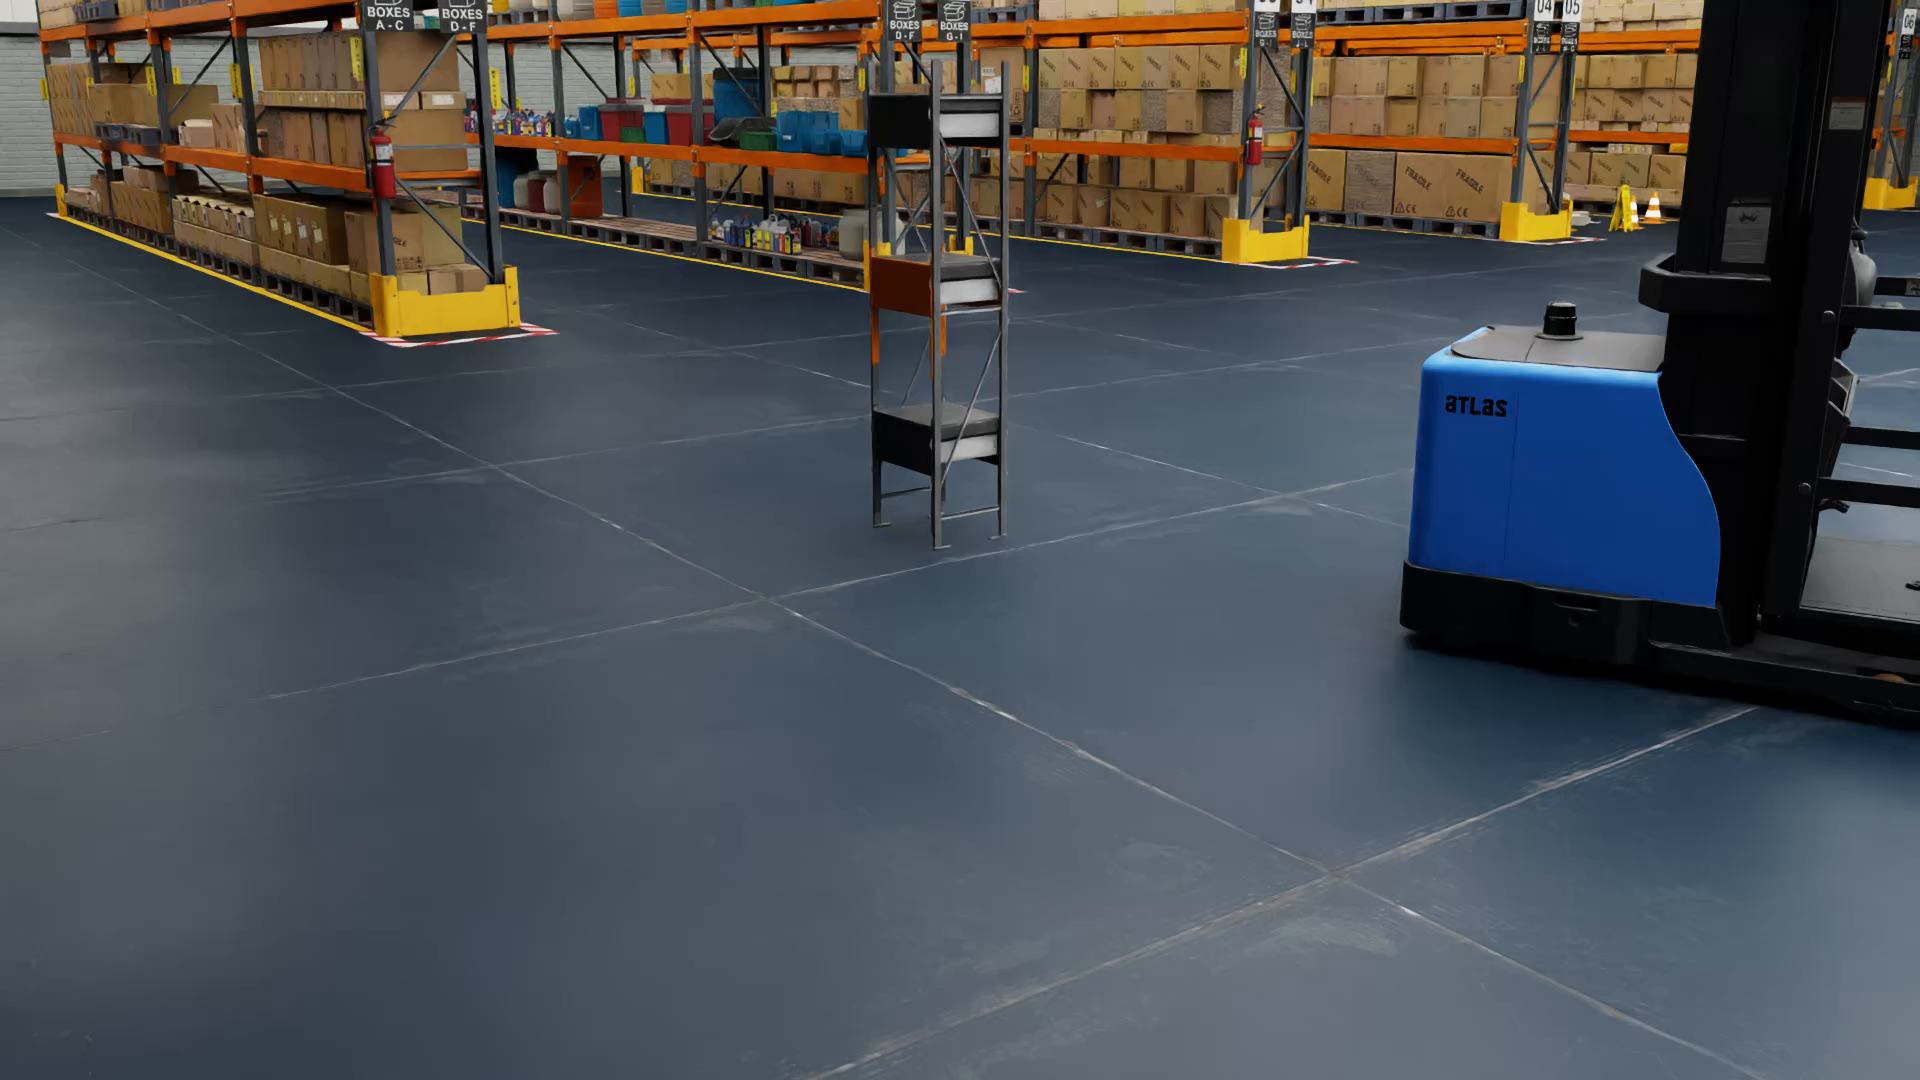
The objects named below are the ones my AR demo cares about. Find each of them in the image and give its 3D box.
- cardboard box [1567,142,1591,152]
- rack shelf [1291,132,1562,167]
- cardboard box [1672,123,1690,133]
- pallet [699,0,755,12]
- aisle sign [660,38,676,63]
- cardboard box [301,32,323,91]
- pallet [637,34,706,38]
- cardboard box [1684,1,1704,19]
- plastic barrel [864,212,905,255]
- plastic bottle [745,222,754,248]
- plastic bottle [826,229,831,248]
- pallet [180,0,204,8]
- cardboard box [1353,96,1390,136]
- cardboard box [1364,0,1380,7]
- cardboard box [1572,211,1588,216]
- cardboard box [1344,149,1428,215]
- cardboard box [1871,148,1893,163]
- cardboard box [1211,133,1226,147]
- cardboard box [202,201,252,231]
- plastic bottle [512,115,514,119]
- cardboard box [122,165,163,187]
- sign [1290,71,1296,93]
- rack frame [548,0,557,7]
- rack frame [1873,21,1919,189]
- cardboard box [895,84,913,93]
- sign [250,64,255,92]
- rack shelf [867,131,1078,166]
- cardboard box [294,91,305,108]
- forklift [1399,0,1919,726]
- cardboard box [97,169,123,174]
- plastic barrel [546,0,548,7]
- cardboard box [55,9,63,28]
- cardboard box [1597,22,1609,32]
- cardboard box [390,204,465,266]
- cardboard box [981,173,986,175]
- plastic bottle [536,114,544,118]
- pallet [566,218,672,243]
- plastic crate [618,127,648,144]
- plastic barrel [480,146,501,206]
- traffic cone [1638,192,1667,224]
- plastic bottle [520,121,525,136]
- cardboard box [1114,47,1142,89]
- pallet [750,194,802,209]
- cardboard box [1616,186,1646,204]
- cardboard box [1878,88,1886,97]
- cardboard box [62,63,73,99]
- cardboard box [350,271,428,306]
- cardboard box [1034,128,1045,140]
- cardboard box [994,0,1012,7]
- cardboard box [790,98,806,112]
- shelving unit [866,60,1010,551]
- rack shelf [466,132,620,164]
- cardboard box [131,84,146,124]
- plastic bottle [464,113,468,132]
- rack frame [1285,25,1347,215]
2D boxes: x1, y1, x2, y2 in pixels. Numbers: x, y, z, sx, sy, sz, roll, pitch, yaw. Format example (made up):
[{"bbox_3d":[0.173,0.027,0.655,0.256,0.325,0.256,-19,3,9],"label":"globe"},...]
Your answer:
[{"bbox_3d":[9.953,-6.345,26.842,0.380,0.149,0.250,-10,18,-31],"label":"cardboard box"},{"bbox_3d":[6.567,-5.601,23.721,1.077,0.370,4.000,-11,19,-35],"label":"rack shelf"},{"bbox_3d":[11.055,-6.273,25.290,0.380,0.149,0.250,-11,19,-35],"label":"cardboard box"},{"bbox_3d":[-2.184,-6.075,18.765,1.213,0.211,1.003,-11,19,-35],"label":"pallet"},{"bbox_3d":[-5.536,-9.505,31.698,0.394,0.787,0.004,-11,19,-35],"label":"aisle sign"},{"bbox_3d":[-5.545,-4.349,15.136,0.700,0.500,0.500,-11,19,-34],"label":"cardboard box"},{"bbox_3d":[-5.292,-9.436,30.858,1.003,0.211,1.213,-11,19,-35],"label":"pallet"},{"bbox_3d":[11.168,-7.896,24.783,0.500,0.250,0.500,-11,19,-35],"label":"cardboard box"},{"bbox_3d":[-0.784,-3.135,17.266,0.421,0.512,0.421,0,15,0],"label":"plastic barrel"},{"bbox_3d":[-2.374,-3.441,18.779,0.061,0.283,0.133,-10,18,-32],"label":"plastic bottle"},{"bbox_3d":[-1.468,-3.418,18.848,0.097,0.201,0.097,0,15,0],"label":"plastic bottle"},{"bbox_3d":[-7.917,-5.930,18.237,1.003,0.211,1.213,-10,18,-32],"label":"pallet"},{"bbox_3d":[6.181,-6.123,23.981,0.875,0.550,0.550,-11,19,-35],"label":"cardboard box"},{"bbox_3d":[5.930,-7.604,23.485,0.380,0.149,0.250,-11,19,-35],"label":"cardboard box"},{"bbox_3d":[9.283,-4.902,25.205,0.380,0.149,0.250,-2,15,-6],"label":"cardboard box"},{"bbox_3d":[6.237,-5.216,24.180,0.875,0.875,0.875,-11,19,-34],"label":"cardboard box"},{"bbox_3d":[15.570,-6.573,28.428,0.500,0.250,0.500,-11,19,-35],"label":"cardboard box"},{"bbox_3d":[3.190,-4.734,19.666,0.380,0.149,0.250,-11,19,-35],"label":"cardboard box"},{"bbox_3d":[-8.061,-3.604,18.411,0.500,0.311,0.500,-11,19,-35],"label":"cardboard box"},{"bbox_3d":[-6.432,-5.997,24.028,0.061,0.283,0.133,-11,19,-35],"label":"plastic bottle"},{"bbox_3d":[-10.725,-4.812,21.956,0.500,0.250,0.500,-11,19,-34],"label":"cardboard box"},{"bbox_3d":[4.957,-6.809,24.729,0.100,0.325,0.005,-11,19,-35],"label":"sign"},{"bbox_3d":[-5.039,-8.606,21.972,1.000,3.000,0.127,-11,19,-35],"label":"rack frame"},{"bbox_3d":[15.700,-7.082,27.770,1.000,3.000,0.127,-11,19,-35],"label":"rack frame"},{"bbox_3d":[-0.683,-6.623,25.106,0.500,0.500,0.500,-14,21,-41],"label":"cardboard box"},{"bbox_3d":[-8.601,-5.589,20.123,0.100,0.325,0.005,-11,19,-35],"label":"sign"},{"bbox_3d":[0.143,-5.707,24.108,1.077,0.370,4.000,-11,19,-35],"label":"rack shelf"},{"bbox_3d":[-5.934,-4.089,15.416,0.380,0.149,0.250,-12,19,-36],"label":"cardboard box"},{"bbox_3d":[3.171,-0.947,5.485,3.031,2.935,1.130,8,17,28],"label":"forklift"},{"bbox_3d":[-13.233,-5.581,26.187,0.500,0.500,0.500,-11,19,-35],"label":"cardboard box"},{"bbox_3d":[-5.370,-7.690,22.701,0.600,0.830,0.708,-11,19,-35],"label":"plastic barrel"},{"bbox_3d":[-12.777,-7.557,24.105,0.500,0.250,0.500,-11,19,-35],"label":"cardboard box"},{"bbox_3d":[10.228,-8.056,26.122,0.380,0.149,0.250,-11,19,-34],"label":"cardboard box"},{"bbox_3d":[-4.775,-2.729,14.859,0.500,0.500,0.500,-11,19,-35],"label":"cardboard box"},{"bbox_3d":[0.576,-7.095,32.423,0.380,0.149,0.250,-10,18,-33],"label":"cardboard box"},{"bbox_3d":[-6.307,-6.258,24.994,0.152,0.276,0.135,-11,19,-35],"label":"plastic bottle"},{"bbox_3d":[-4.615,-4.196,22.506,1.003,0.211,1.213,-11,19,-35],"label":"pallet"},{"bbox_3d":[-3.939,-5.084,20.870,0.450,0.188,0.662,-11,19,-35],"label":"plastic crate"},{"bbox_3d":[-7.085,-5.638,25.672,0.600,0.901,0.708,-11,19,-35],"label":"plastic barrel"},{"bbox_3d":[10.391,-4.979,24.891,0.336,0.463,0.334,-11,19,-35],"label":"traffic cone"},{"bbox_3d":[-6.211,-5.859,23.676,0.097,0.201,0.097,0,15,0],"label":"plastic bottle"},{"bbox_3d":[2.270,-5.847,20.609,0.500,0.500,0.500,-11,19,-35],"label":"cardboard box"},{"bbox_3d":[-2.870,-5.837,28.503,1.003,0.211,1.213,-11,19,-35],"label":"pallet"},{"bbox_3d":[10.696,-5.430,26.146,0.500,0.250,0.500,-11,19,-34],"label":"cardboard box"},{"bbox_3d":[15.269,-7.474,27.782,0.380,0.149,0.250,-11,19,-34],"label":"cardboard box"},{"bbox_3d":[-12.801,-6.721,24.366,0.500,0.500,0.500,-11,19,-35],"label":"cardboard box"},{"bbox_3d":[-4.898,-2.181,14.275,0.500,0.250,0.500,-11,19,-35],"label":"cardboard box"},{"bbox_3d":[1.202,-5.413,22.147,0.380,0.149,0.250,-11,19,-35],"label":"cardboard box"},{"bbox_3d":[0.686,-7.397,22.695,0.396,0.266,0.258,-10,18,-33],"label":"cardboard box"},{"bbox_3d":[-2.418,-6.923,26.997,0.500,0.500,0.500,-10,18,-33],"label":"cardboard box"},{"bbox_3d":[-0.097,-1.048,7.428,0.431,2.100,0.503,-11,19,-35],"label":"shelving unit"},{"bbox_3d":[-6.215,-5.792,24.420,1.077,0.370,4.000,-11,19,-35],"label":"rack shelf"},{"bbox_3d":[-10.311,-5.681,21.667,0.500,0.500,0.700,12,19,38],"label":"cardboard box"},{"bbox_3d":[-7.520,-6.365,25.372,0.061,0.283,0.133,-11,19,-35],"label":"plastic bottle"},{"bbox_3d":[5.391,-6.375,25.186,1.000,3.000,0.127,-11,19,-35],"label":"rack frame"}]
